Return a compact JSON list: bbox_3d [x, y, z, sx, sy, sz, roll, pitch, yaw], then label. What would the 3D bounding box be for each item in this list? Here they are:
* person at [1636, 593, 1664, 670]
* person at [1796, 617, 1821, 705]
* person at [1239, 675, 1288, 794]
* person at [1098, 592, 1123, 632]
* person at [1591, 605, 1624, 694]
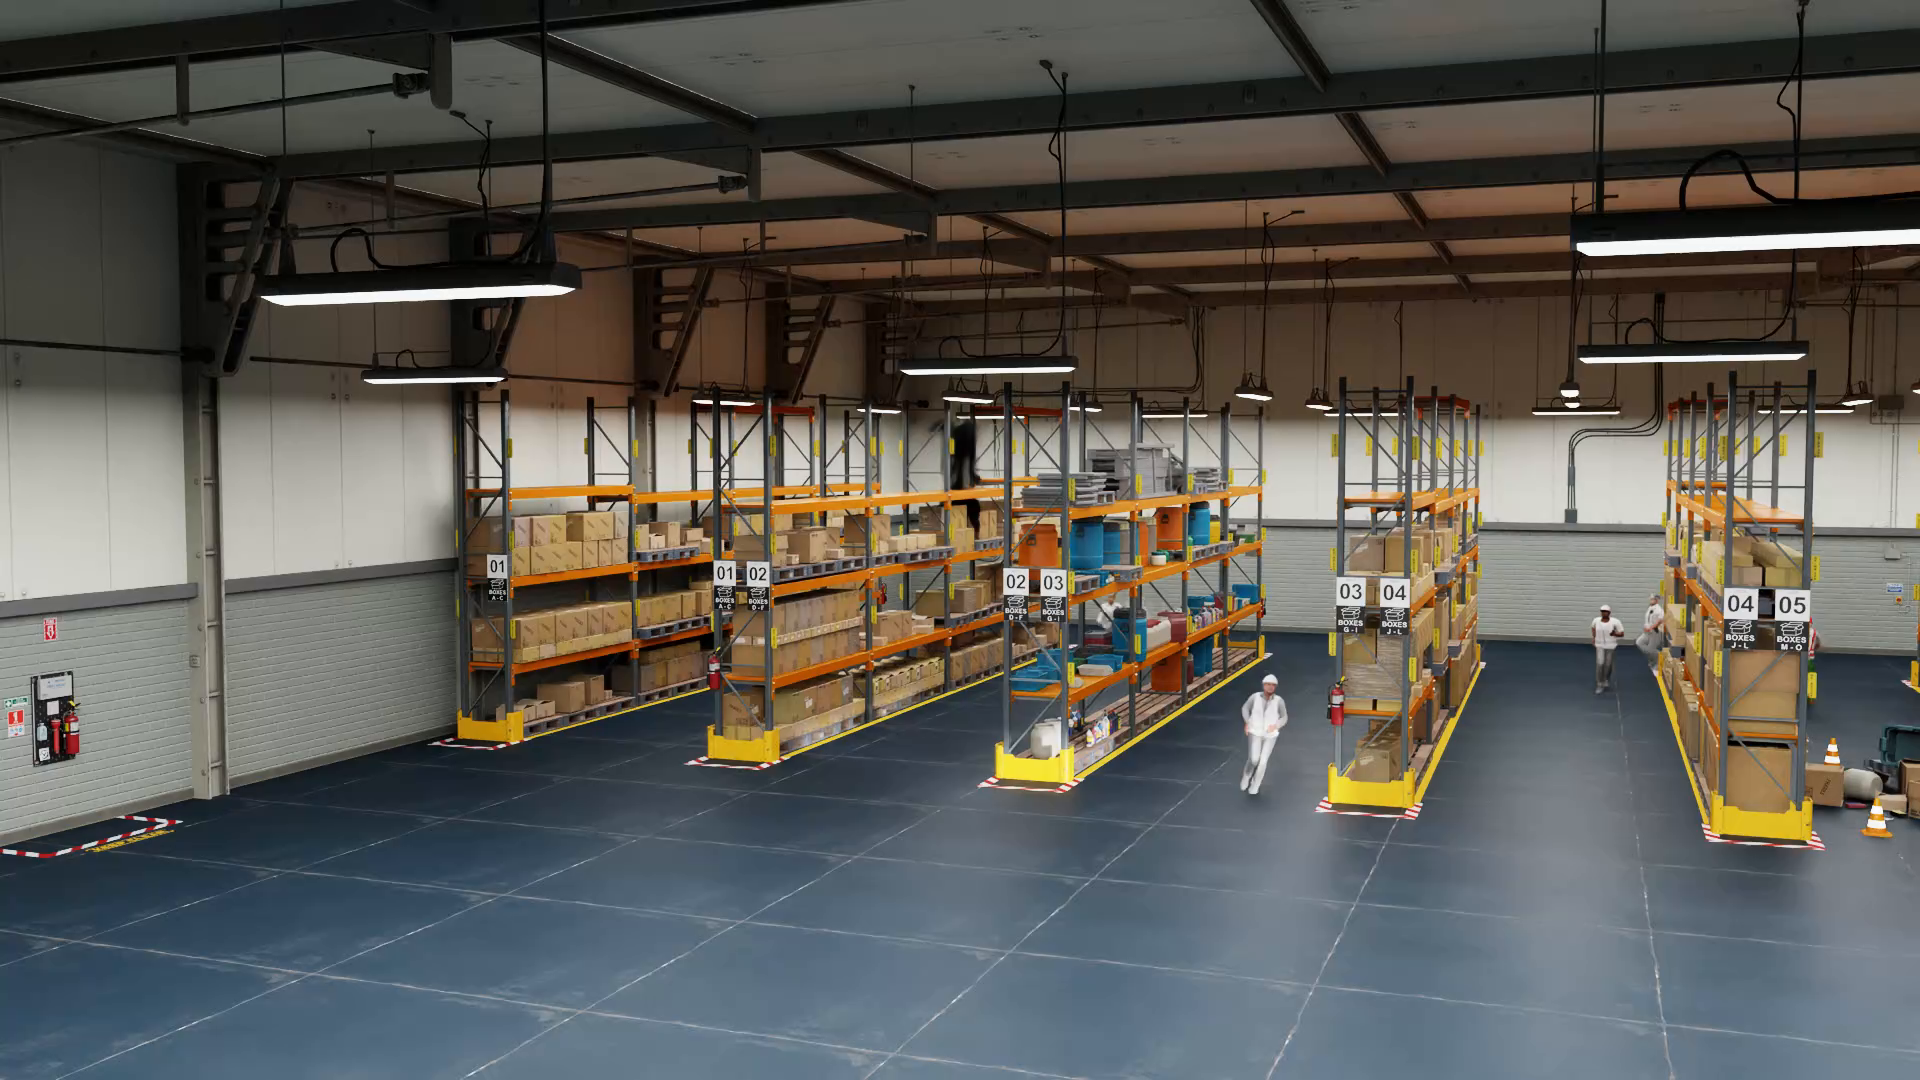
[{"bbox_3d":[15.628,2.064,37.562,0.588,1.743,0.684,0,3,5],"label":"person"},{"bbox_3d":[16.376,2.324,32.332,0.671,1.783,0.884,1,3,19],"label":"person"},{"bbox_3d":[4.399,2.816,24.073,0.679,1.741,0.555,0,3,7],"label":"person"},{"bbox_3d":[3.258,1.917,35.679,0.605,1.696,0.764,1,3,15],"label":"person"},{"bbox_3d":[13.327,2.243,34.249,0.665,1.830,0.798,2,4,26],"label":"person"}]
